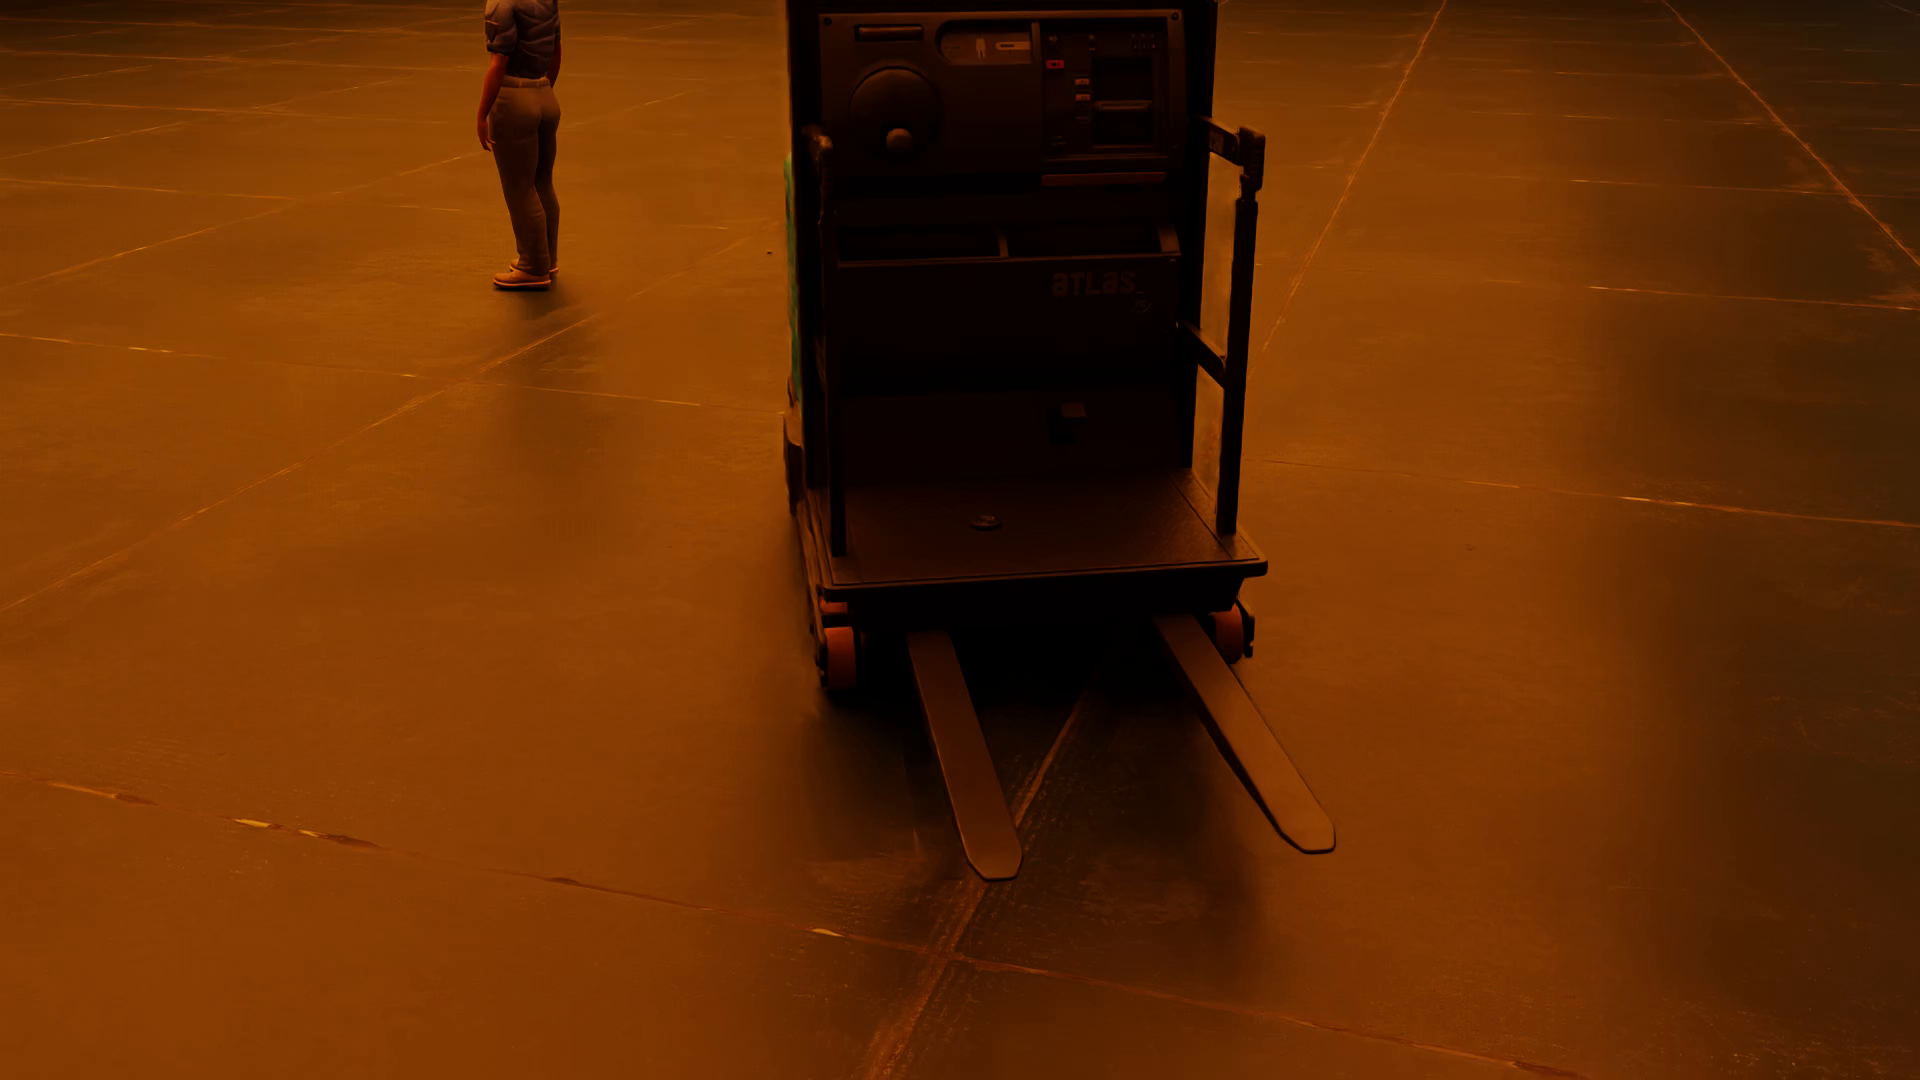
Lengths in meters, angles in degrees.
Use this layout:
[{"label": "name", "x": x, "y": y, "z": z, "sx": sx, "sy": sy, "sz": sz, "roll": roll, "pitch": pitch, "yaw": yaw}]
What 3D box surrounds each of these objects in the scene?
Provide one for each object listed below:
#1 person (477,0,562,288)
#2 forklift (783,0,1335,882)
[{"label": "person", "x": -2.118, "y": -2.009, "z": 7.814, "sx": 0.498, "sy": 1.643, "sz": 0.569, "roll": 9, "pitch": 24, "yaw": 20}, {"label": "forklift", "x": 0.148, "y": -1.119, "z": 3.989, "sx": 1.130, "sy": 2.935, "sz": 3.031, "roll": -3, "pitch": 23, "yaw": -8}]
